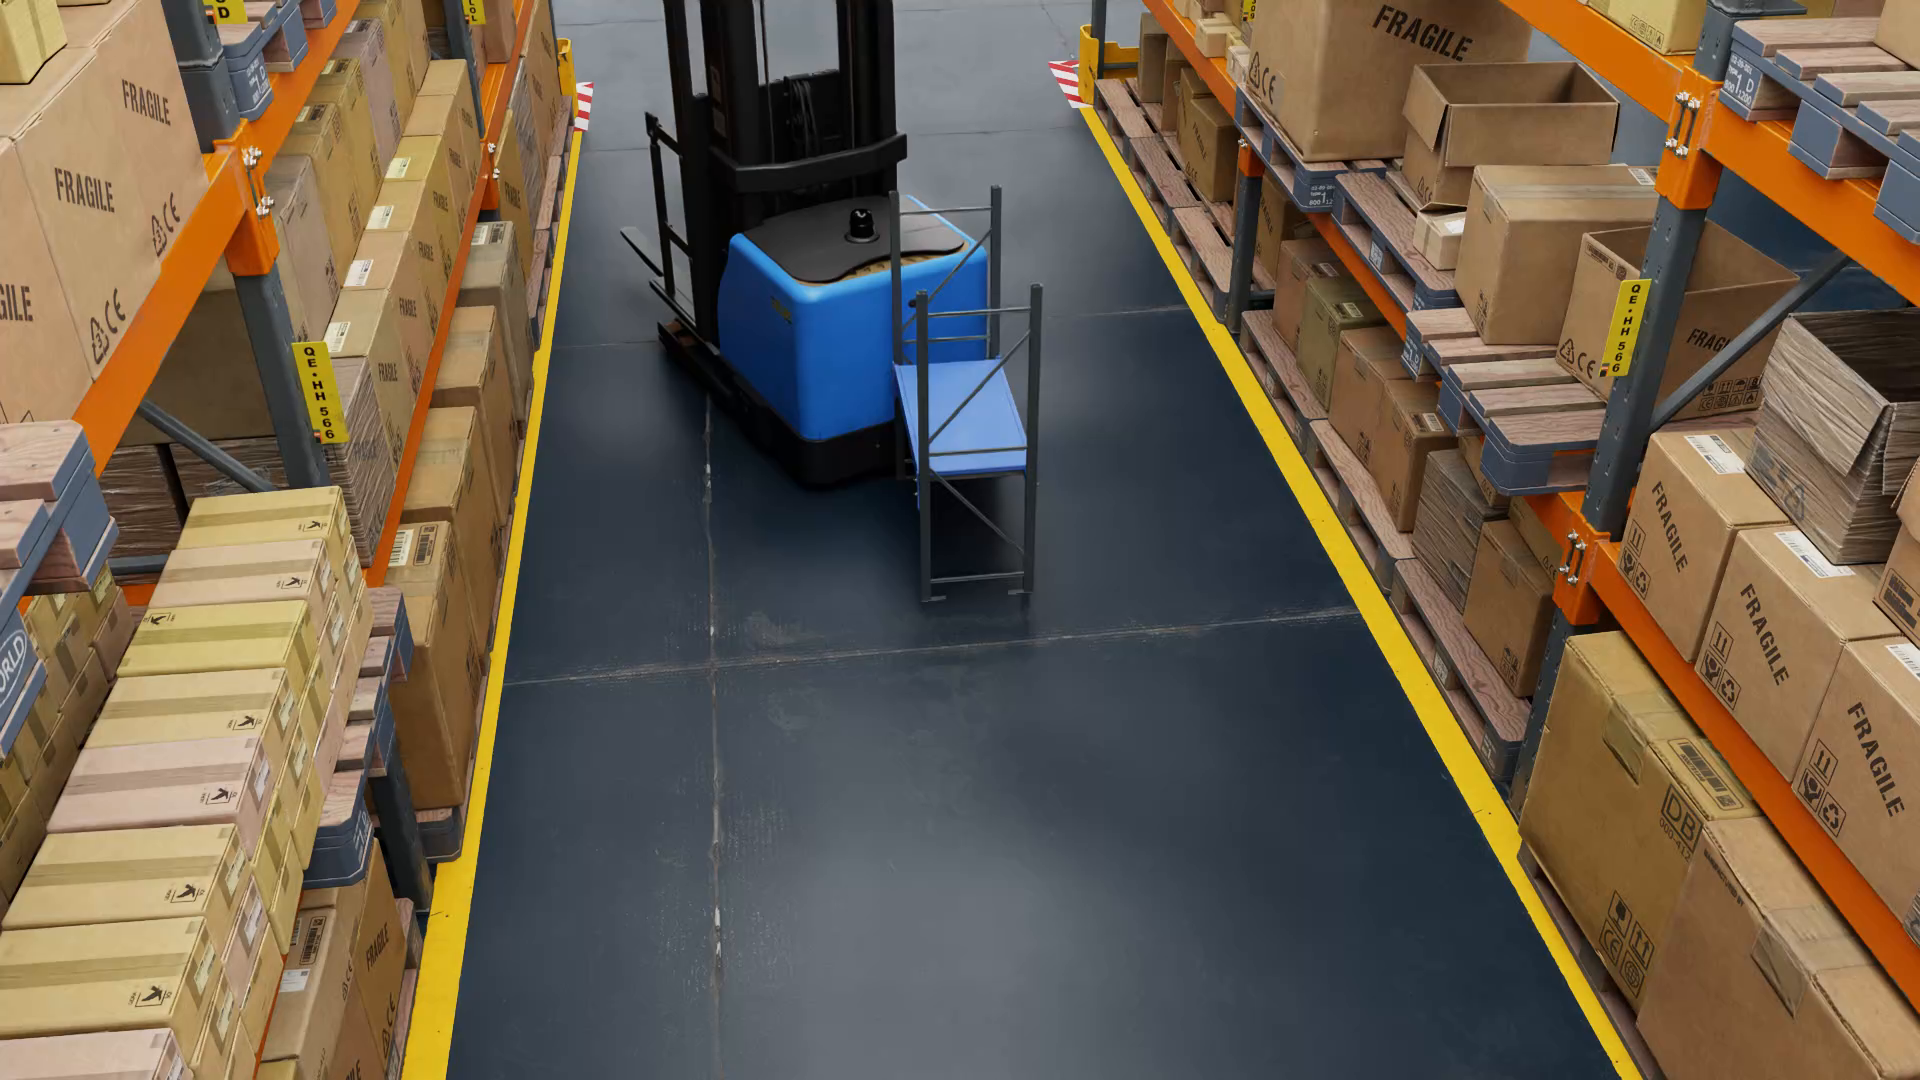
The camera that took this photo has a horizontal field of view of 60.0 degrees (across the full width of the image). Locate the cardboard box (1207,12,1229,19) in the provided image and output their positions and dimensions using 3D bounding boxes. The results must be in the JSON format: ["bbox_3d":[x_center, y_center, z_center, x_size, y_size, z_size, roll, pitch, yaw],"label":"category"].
[{"bbox_3d":[1.664,-3.036,9.764,0.380,0.149,0.250,-4,35,-6],"label":"cardboard box"}]

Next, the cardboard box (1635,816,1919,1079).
[{"bbox_3d":[2.752,1.345,4.627,1.225,0.875,0.875,-4,35,-6],"label":"cardboard box"}]

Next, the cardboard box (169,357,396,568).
[{"bbox_3d":[-2.154,-0.238,5.346,0.500,0.500,0.500,-4,34,-6],"label":"cardboard box"}]

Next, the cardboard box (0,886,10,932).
[{"bbox_3d":[-2.352,0.869,3.661,0.380,0.149,0.250,-3,34,-5],"label":"cardboard box"}]

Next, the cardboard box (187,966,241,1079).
[{"bbox_3d":[-1.633,0.987,3.224,0.380,0.149,0.250,-5,35,-7],"label":"cardboard box"}]

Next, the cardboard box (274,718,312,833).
[{"bbox_3d":[-1.735,0.558,3.853,0.380,0.149,0.250,-4,35,-6],"label":"cardboard box"}]

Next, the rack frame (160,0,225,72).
[{"bbox_3d":[-2.361,-2.404,3.287,1.000,3.000,0.127,-4,35,-6],"label":"rack frame"}]

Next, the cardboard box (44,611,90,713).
[{"bbox_3d":[-2.456,0.318,4.206,0.380,0.149,0.250,-3,34,-4],"label":"cardboard box"}]

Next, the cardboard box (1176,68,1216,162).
[{"bbox_3d":[1.739,-2.818,11.068,0.500,0.500,0.500,-1,34,-2],"label":"cardboard box"}]

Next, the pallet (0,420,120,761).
[{"bbox_3d":[-1.943,0.214,2.276,1.213,0.211,1.003,-4,35,-6],"label":"pallet"}]

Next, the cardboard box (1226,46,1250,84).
[{"bbox_3d":[1.685,-2.611,9.141,0.380,0.149,0.250,-4,35,-6],"label":"cardboard box"}]

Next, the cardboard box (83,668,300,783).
[{"bbox_3d":[-1.734,0.433,3.773,0.380,0.149,0.250,-3,34,-5],"label":"cardboard box"}]

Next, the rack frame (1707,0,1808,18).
[{"bbox_3d":[2.567,-2.724,3.756,1.000,3.000,0.127,-4,35,-6],"label":"rack frame"}]

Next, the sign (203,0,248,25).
[{"bbox_3d":[-1.823,-1.419,4.045,0.100,0.325,0.005,-4,35,-6],"label":"sign"}]

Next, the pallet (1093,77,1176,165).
[{"bbox_3d":[1.576,-3.058,12.050,1.003,0.211,1.213,-4,35,-6],"label":"pallet"}]

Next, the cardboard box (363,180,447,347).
[{"bbox_3d":[-2.357,-1.081,6.584,0.500,0.500,0.500,-5,35,-7],"label":"cardboard box"}]

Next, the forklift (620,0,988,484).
[{"bbox_3d":[-1.025,-2.285,8.500,1.130,2.935,3.031,-18,38,-24],"label":"forklift"}]

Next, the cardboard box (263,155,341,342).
[{"bbox_3d":[-2.481,-0.913,5.450,0.700,0.500,0.500,-5,35,-7],"label":"cardboard box"}]

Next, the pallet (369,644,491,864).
[{"bbox_3d":[-2.392,0.781,6.416,1.003,0.211,1.213,-4,35,-6],"label":"pallet"}]

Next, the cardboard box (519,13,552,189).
[{"bbox_3d":[-3.160,-2.821,10.740,0.875,0.875,0.875,-5,35,-7],"label":"cardboard box"}]

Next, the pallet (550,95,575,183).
[{"bbox_3d":[-3.252,-2.797,11.667,1.003,0.211,1.213,-4,35,-6],"label":"pallet"}]

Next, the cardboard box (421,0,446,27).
[{"bbox_3d":[-2.915,-2.874,8.212,0.875,0.550,0.550,-4,35,-6],"label":"cardboard box"}]

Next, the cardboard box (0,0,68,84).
[{"bbox_3d":[-1.965,-1.031,3.168,0.396,0.266,0.258,-4,35,-6],"label":"cardboard box"}]

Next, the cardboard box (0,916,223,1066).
[{"bbox_3d":[-1.635,0.865,3.139,0.380,0.149,0.250,-3,34,-5],"label":"cardboard box"}]

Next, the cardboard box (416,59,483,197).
[{"bbox_3d":[-2.564,-1.928,7.827,0.500,0.500,0.500,-5,35,-7],"label":"cardboard box"}]

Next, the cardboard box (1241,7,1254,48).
[{"bbox_3d":[2.030,-2.897,8.984,0.875,0.500,0.500,-4,35,-6],"label":"cardboard box"}]

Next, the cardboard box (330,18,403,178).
[{"bbox_3d":[-2.688,-1.766,6.702,0.700,0.500,0.500,-4,34,-6],"label":"cardboard box"}]

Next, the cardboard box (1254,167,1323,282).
[{"bbox_3d":[2.015,-1.844,9.638,0.500,0.500,0.500,-5,35,-8],"label":"cardboard box"}]

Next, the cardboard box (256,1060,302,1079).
[{"bbox_3d":[-1.878,1.552,3.990,0.500,0.250,0.500,-4,34,-5],"label":"cardboard box"}]

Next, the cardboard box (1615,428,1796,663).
[{"bbox_3d":[2.363,0.006,4.989,0.500,0.500,0.500,-3,34,-5],"label":"cardboard box"}]

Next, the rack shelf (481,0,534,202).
[{"bbox_3d":[-3.168,-2.976,10.093,1.077,0.370,4.000,-4,35,-6],"label":"rack shelf"}]

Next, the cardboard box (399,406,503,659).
[{"bbox_3d":[-2.475,-0.004,6.716,1.050,0.750,0.750,-4,34,-6],"label":"cardboard box"}]

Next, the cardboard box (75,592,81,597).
[{"bbox_3d":[-2.490,0.034,4.358,0.380,0.149,0.250,-4,35,-6],"label":"cardboard box"}]

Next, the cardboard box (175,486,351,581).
[{"bbox_3d":[-1.841,-0.002,4.411,0.380,0.149,0.250,-6,35,-8],"label":"cardboard box"}]

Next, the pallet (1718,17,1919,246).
[{"bbox_3d":[2.707,-1.051,4.133,1.213,0.211,1.003,-3,34,-4],"label":"pallet"}]

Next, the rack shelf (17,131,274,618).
[{"bbox_3d":[-2.092,0.248,2.697,1.077,0.370,4.000,-4,35,-6],"label":"rack shelf"}]

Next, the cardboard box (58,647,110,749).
[{"bbox_3d":[-2.465,0.420,4.321,0.380,0.149,0.250,-3,34,-4],"label":"cardboard box"}]

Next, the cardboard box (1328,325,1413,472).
[{"bbox_3d":[2.212,-0.702,7.945,0.700,0.500,0.500,-7,35,-10],"label":"cardboard box"}]

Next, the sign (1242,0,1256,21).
[{"bbox_3d":[1.493,-2.789,8.410,0.100,0.325,0.005,-4,35,-6],"label":"sign"}]

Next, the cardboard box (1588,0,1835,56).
[{"bbox_3d":[2.261,-1.669,5.005,0.500,0.250,0.500,-4,35,-6],"label":"cardboard box"}]

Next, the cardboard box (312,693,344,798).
[{"bbox_3d":[-1.773,0.528,4.162,0.380,0.149,0.250,-4,34,-6],"label":"cardboard box"}]

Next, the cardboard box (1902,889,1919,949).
[{"bbox_3d":[2.573,0.858,3.738,0.500,0.500,0.500,-4,35,-6],"label":"cardboard box"}]

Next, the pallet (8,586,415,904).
[{"bbox_3d":[-2.160,0.543,4.459,1.213,0.211,1.003,-4,35,-6],"label":"pallet"}]

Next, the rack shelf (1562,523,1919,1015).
[{"bbox_3d":[2.836,1.169,4.010,1.077,0.370,4.000,-4,35,-6],"label":"rack shelf"}]

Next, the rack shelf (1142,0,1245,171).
[{"bbox_3d":[1.761,-3.296,10.561,1.077,0.370,4.000,-4,35,-6],"label":"rack shelf"}]

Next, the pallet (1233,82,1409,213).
[{"bbox_3d":[1.988,-1.960,8.133,1.003,0.211,1.213,-4,35,-6],"label":"pallet"}]

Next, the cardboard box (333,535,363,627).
[{"bbox_3d":[-1.843,0.123,4.492,0.380,0.149,0.250,-4,34,-5],"label":"cardboard box"}]

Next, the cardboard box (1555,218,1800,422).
[{"bbox_3d":[2.455,-0.758,5.737,0.500,0.500,0.500,-9,35,-12],"label":"cardboard box"}]

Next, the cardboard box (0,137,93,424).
[{"bbox_3d":[-1.889,-0.349,2.847,0.500,0.500,0.500,-4,35,-6],"label":"cardboard box"}]

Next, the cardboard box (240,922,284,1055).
[{"bbox_3d":[-1.672,0.962,3.526,0.380,0.149,0.250,-3,34,-5],"label":"cardboard box"}]

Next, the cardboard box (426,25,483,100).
[{"bbox_3d":[-2.960,-2.424,8.511,0.875,0.550,0.550,-4,35,-6],"label":"cardboard box"}]

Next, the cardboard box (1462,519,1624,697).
[{"bbox_3d":[2.458,0.234,6.572,0.700,0.500,0.500,-6,35,-9],"label":"cardboard box"}]

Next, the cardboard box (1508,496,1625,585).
[{"bbox_3d":[2.448,-0.075,6.360,0.500,0.250,0.500,-3,34,-4],"label":"cardboard box"}]

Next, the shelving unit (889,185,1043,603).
[{"bbox_3d":[0.006,-0.652,7.375,0.538,1.500,1.048,-4,35,-7],"label":"shelving unit"}]

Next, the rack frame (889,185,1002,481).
[{"bbox_3d":[-0.064,-0.936,7.791,0.500,1.500,0.032,-4,35,-7],"label":"rack frame"}]

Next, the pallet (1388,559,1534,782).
[{"bbox_3d":[2.464,0.471,6.871,1.003,0.211,1.213,-4,35,-6],"label":"pallet"}]

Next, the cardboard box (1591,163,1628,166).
[{"bbox_3d":[2.570,-1.309,6.767,0.500,0.250,0.500,-5,35,-8],"label":"cardboard box"}]
